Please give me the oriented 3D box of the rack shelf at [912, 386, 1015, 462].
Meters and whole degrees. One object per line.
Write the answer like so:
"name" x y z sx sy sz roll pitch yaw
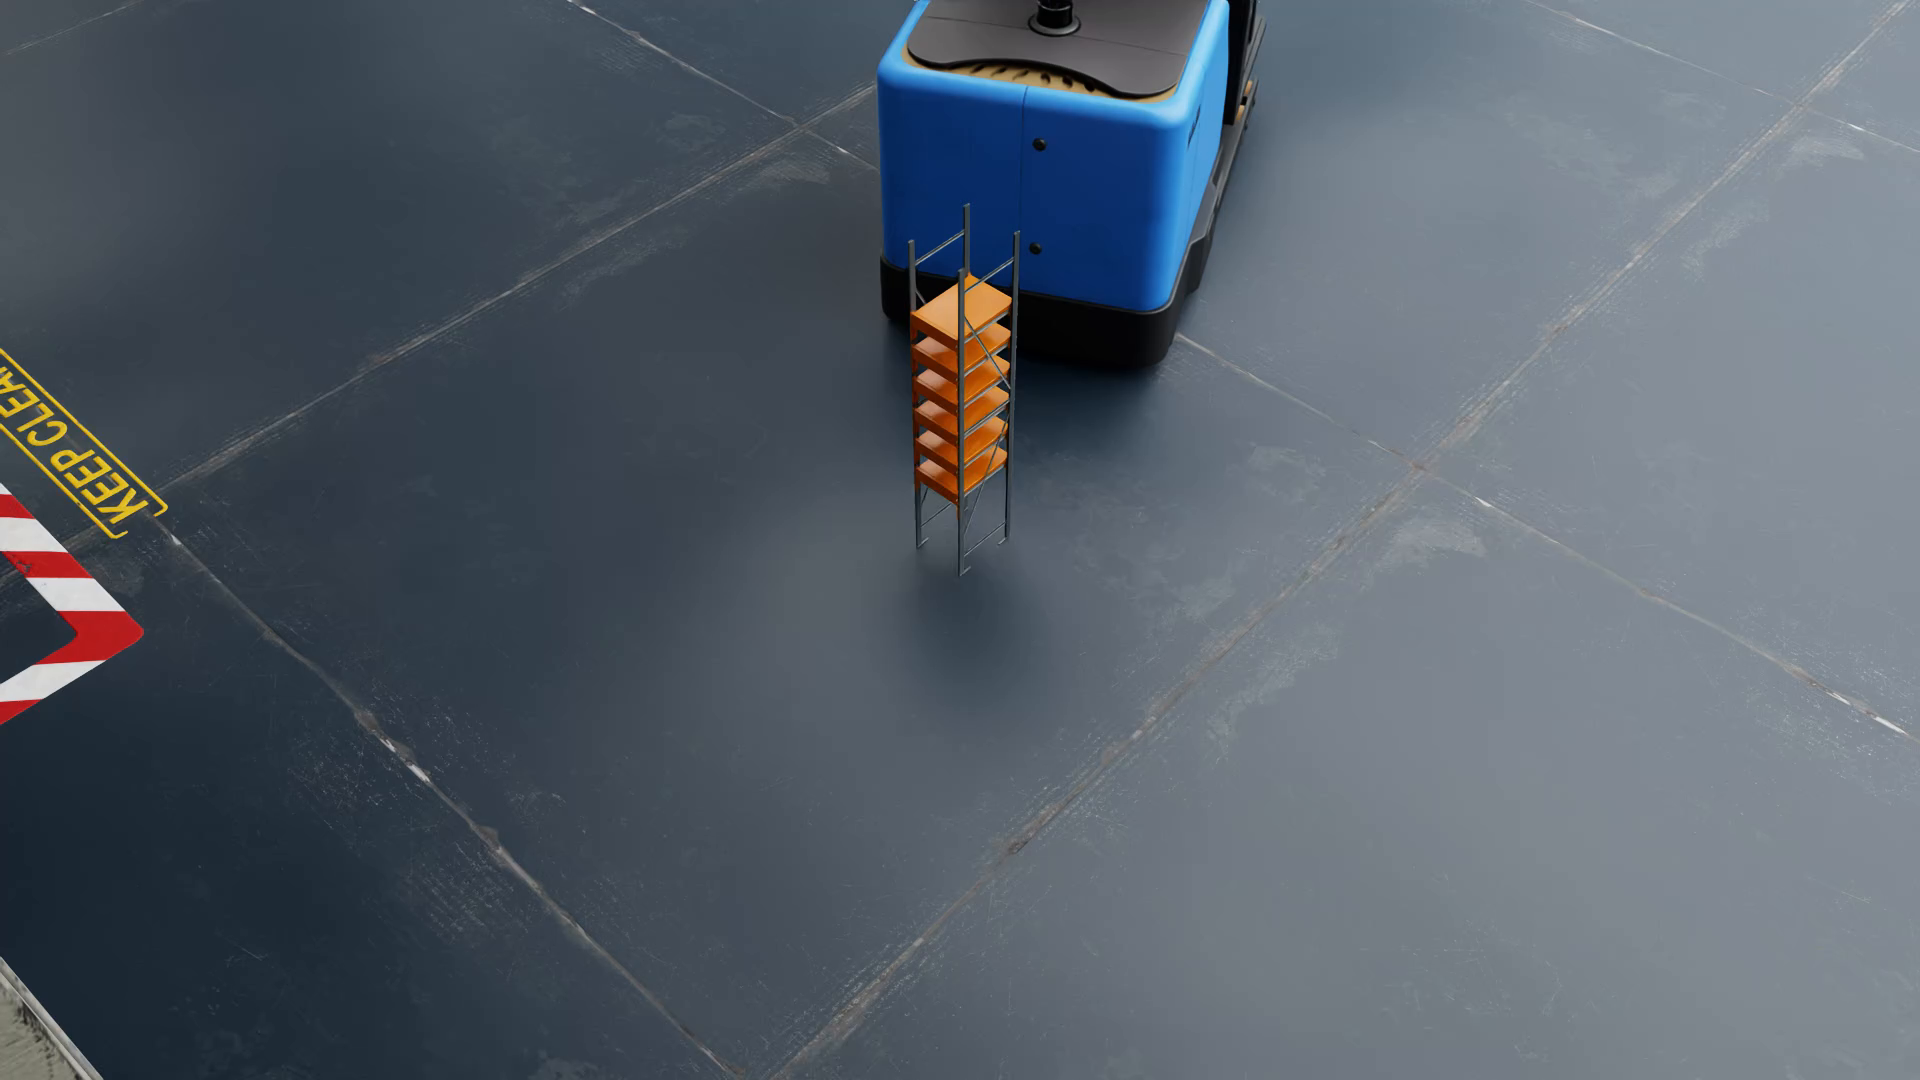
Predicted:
"rack shelf" 0.011 -0.373 4.932 0.180 0.103 0.258 34 55 28

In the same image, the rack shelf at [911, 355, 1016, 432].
"rack shelf" 0.011 -0.455 4.844 0.180 0.103 0.258 34 55 28

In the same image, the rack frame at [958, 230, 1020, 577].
"rack frame" 0.078 -0.358 4.857 0.006 1.200 0.240 34 55 28

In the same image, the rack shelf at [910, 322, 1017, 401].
"rack shelf" 0.011 -0.537 4.757 0.180 0.103 0.258 34 55 28

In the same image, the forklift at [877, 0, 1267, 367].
"forklift" 0.620 -2.704 5.872 1.130 2.935 3.031 12 48 11

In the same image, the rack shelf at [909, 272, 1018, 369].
"rack shelf" 0.011 -0.620 4.669 0.180 0.103 0.258 34 55 28

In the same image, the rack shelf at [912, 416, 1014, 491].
"rack shelf" 0.011 -0.291 5.019 0.180 0.103 0.258 34 55 28

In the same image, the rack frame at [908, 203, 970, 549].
"rack frame" -0.057 -0.449 4.942 0.006 1.200 0.240 34 55 28

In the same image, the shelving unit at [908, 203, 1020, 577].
"shelving unit" 0.011 -0.404 4.899 0.189 1.200 0.258 34 55 28

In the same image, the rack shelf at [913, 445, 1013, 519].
"rack shelf" 0.011 -0.209 5.107 0.180 0.103 0.258 34 55 28
